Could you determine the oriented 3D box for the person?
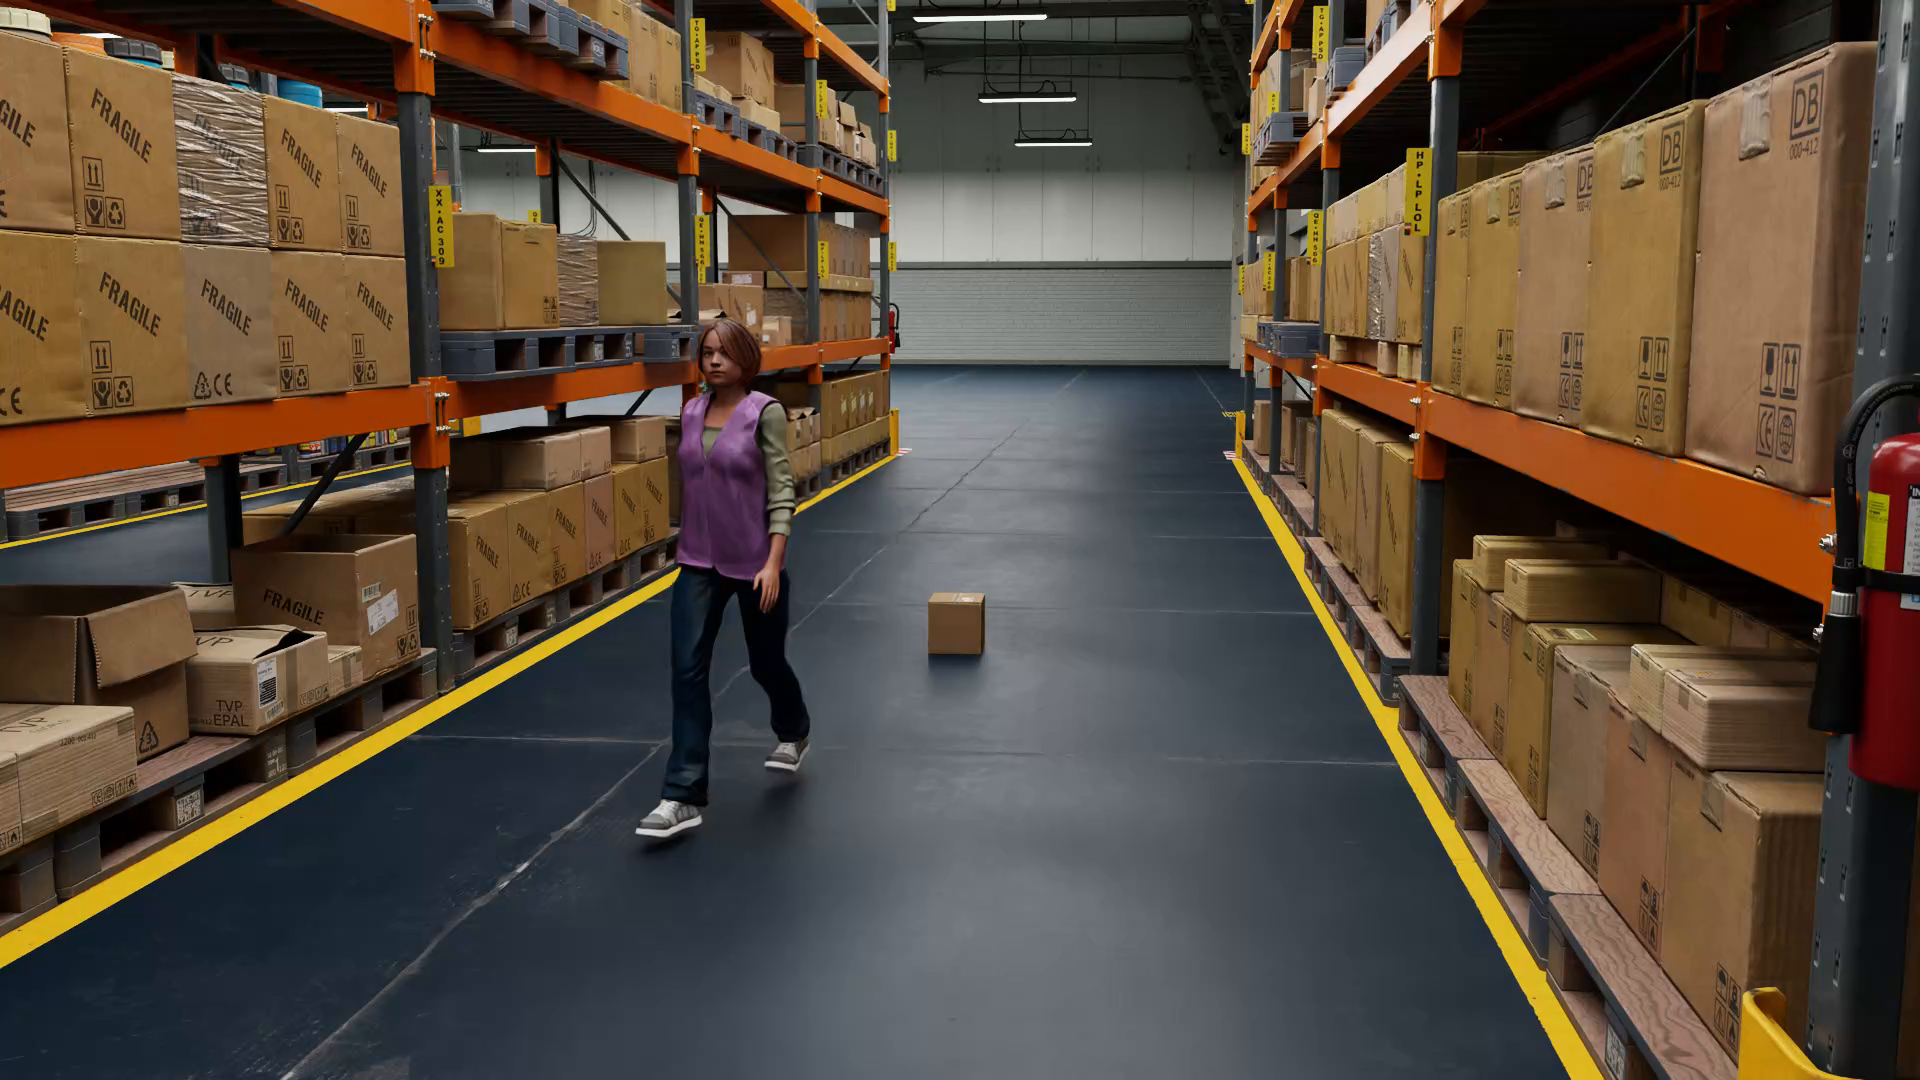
[{"bbox_3d":[-0.709,0.087,5.216,0.436,1.528,0.942,2,8,17],"label":"person"}]
